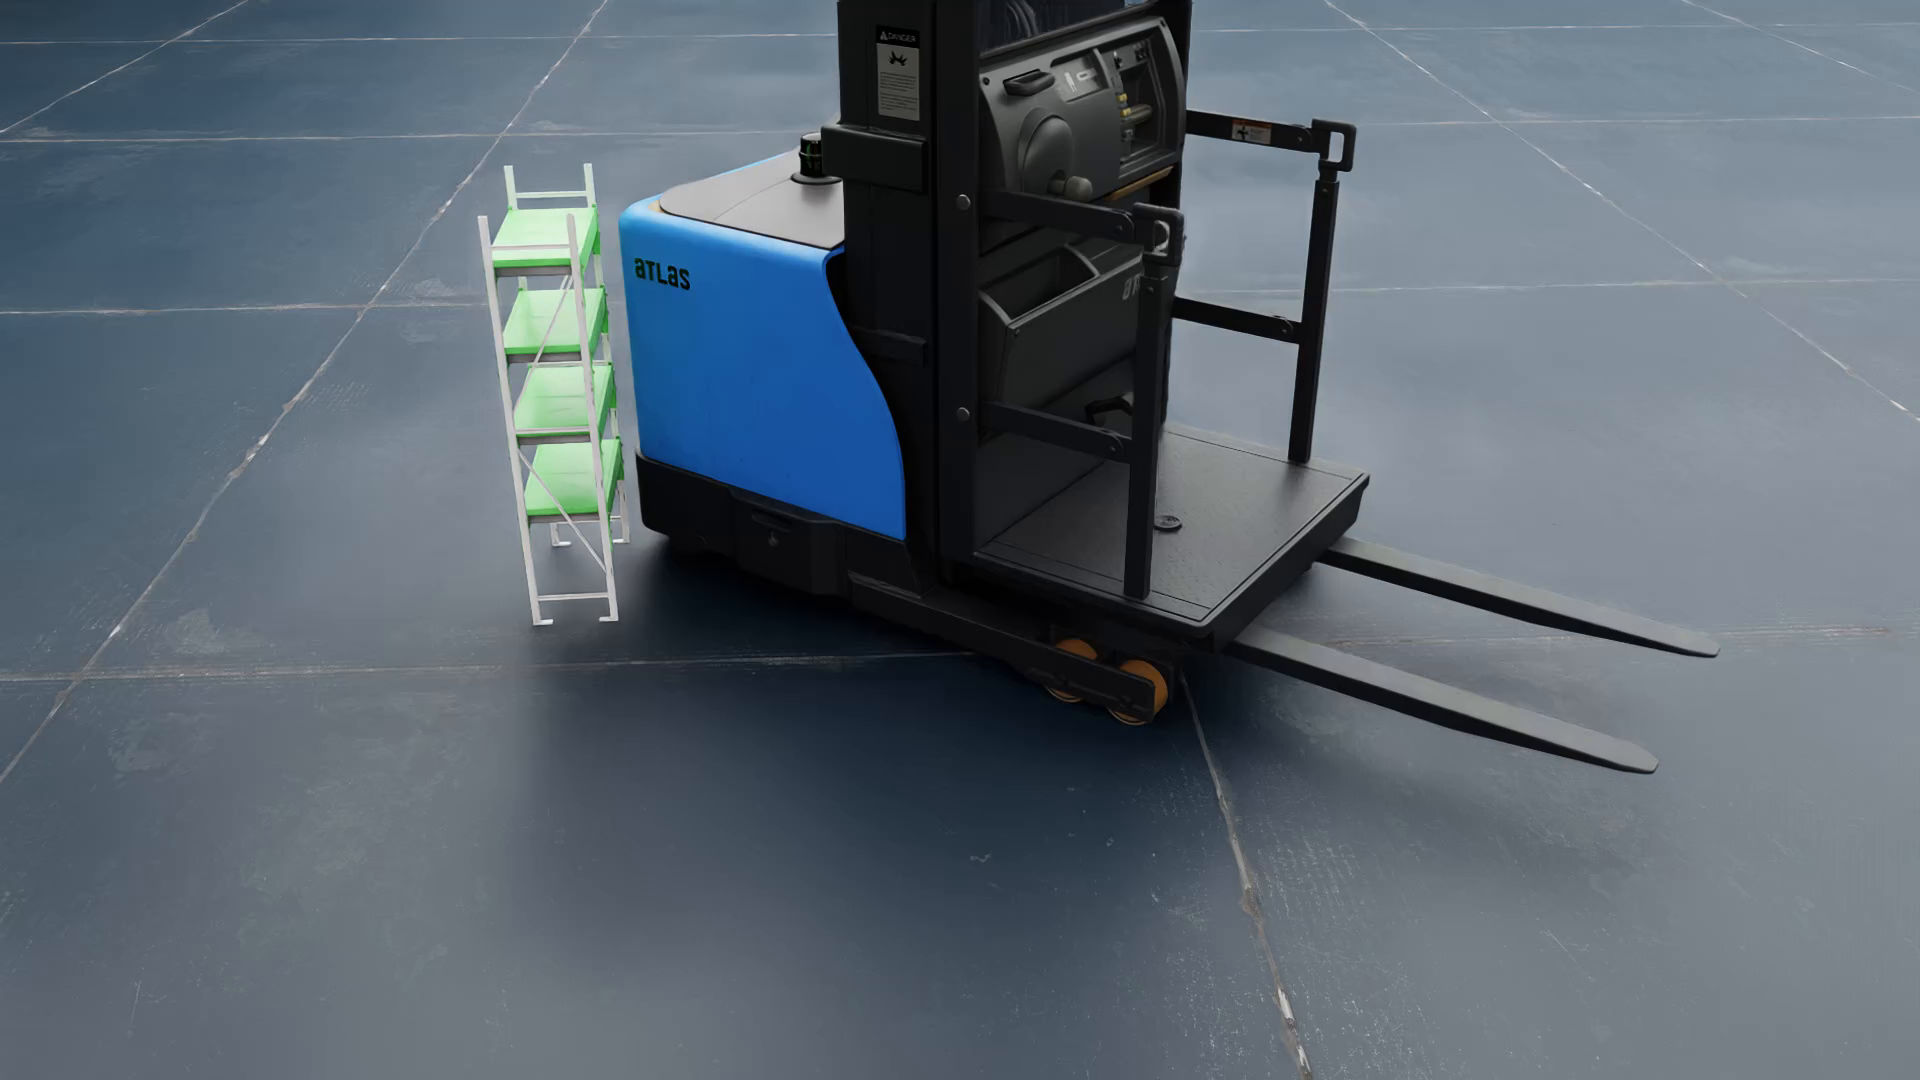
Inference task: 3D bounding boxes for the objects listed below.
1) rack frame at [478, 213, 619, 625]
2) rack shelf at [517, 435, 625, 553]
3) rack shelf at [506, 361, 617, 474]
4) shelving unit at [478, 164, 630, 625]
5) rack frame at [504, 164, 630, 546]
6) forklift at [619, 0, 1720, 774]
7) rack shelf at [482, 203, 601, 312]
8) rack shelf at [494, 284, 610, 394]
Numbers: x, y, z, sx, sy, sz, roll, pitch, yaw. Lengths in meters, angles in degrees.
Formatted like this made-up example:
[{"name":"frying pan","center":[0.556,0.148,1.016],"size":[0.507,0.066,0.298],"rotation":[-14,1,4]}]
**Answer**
[{"name":"rack frame","center":[-1.107,-0.296,4.521],"size":[0.240,1.200,0.015],"rotation":[-3,28,-5]},{"name":"rack shelf","center":[-1.133,-0.139,4.877],"size":[0.258,0.148,0.480],"rotation":[-3,28,-5]},{"name":"rack shelf","center":[-1.133,-0.352,4.766],"size":[0.258,0.148,0.480],"rotation":[-3,28,-5]},{"name":"shelving unit","center":[-1.133,-0.409,4.736],"size":[0.258,1.200,0.503],"rotation":[-3,28,-5]},{"name":"rack frame","center":[-1.158,-0.521,4.951],"size":[0.240,1.200,0.015],"rotation":[-3,28,-5]},{"name":"forklift","center":[0.506,-1.098,4.186],"size":[3.031,2.935,1.130],"rotation":[18,32,30]},{"name":"rack shelf","center":[-1.133,-0.778,4.544],"size":[0.258,0.148,0.480],"rotation":[-3,28,-5]},{"name":"rack shelf","center":[-1.133,-0.565,4.655],"size":[0.258,0.148,0.480],"rotation":[-3,28,-5]}]
